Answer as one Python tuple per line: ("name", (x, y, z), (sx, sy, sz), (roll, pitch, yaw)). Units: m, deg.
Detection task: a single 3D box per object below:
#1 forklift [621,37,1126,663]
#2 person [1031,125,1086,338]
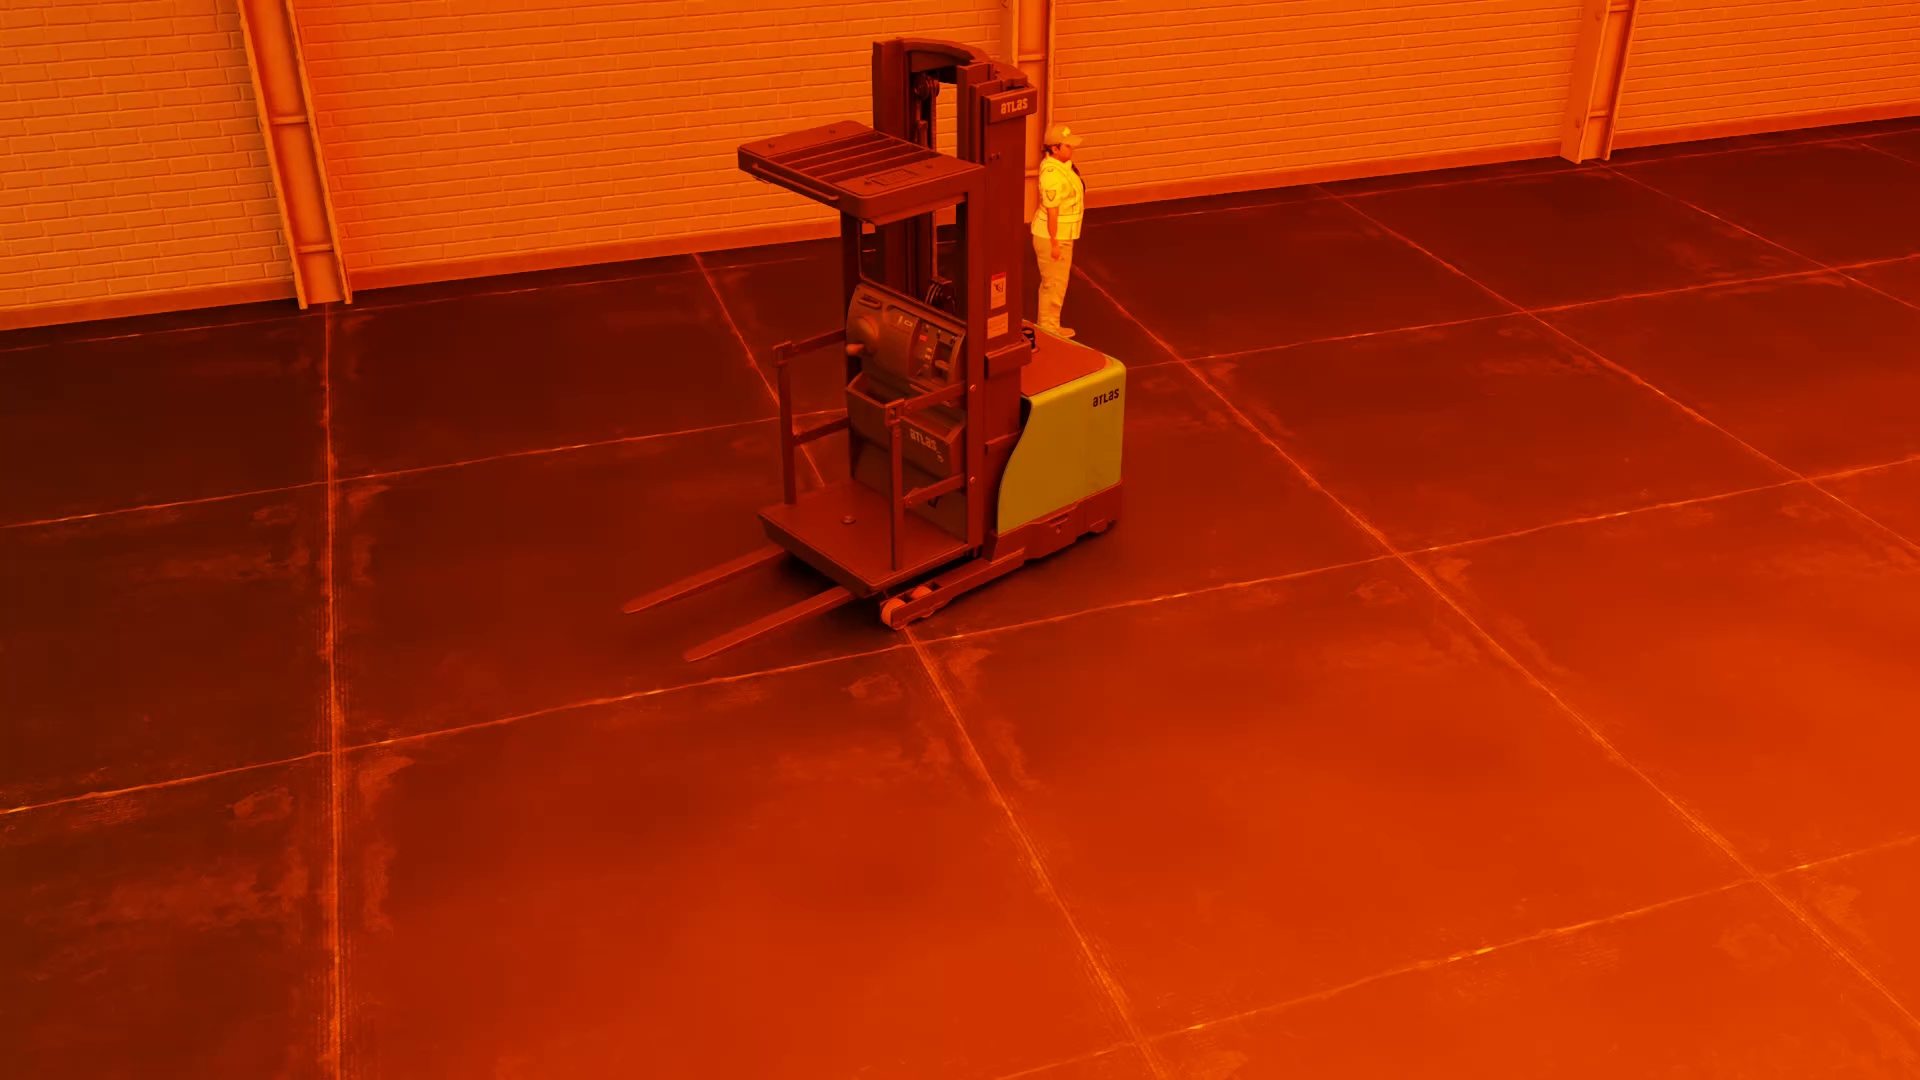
("forklift", (-0.461, -1.072, 8.951), (3.031, 2.935, 1.130), (-23, 37, -34))
("person", (0.716, -2.220, 12.222), (0.393, 1.669, 0.482), (2, 30, 3))
